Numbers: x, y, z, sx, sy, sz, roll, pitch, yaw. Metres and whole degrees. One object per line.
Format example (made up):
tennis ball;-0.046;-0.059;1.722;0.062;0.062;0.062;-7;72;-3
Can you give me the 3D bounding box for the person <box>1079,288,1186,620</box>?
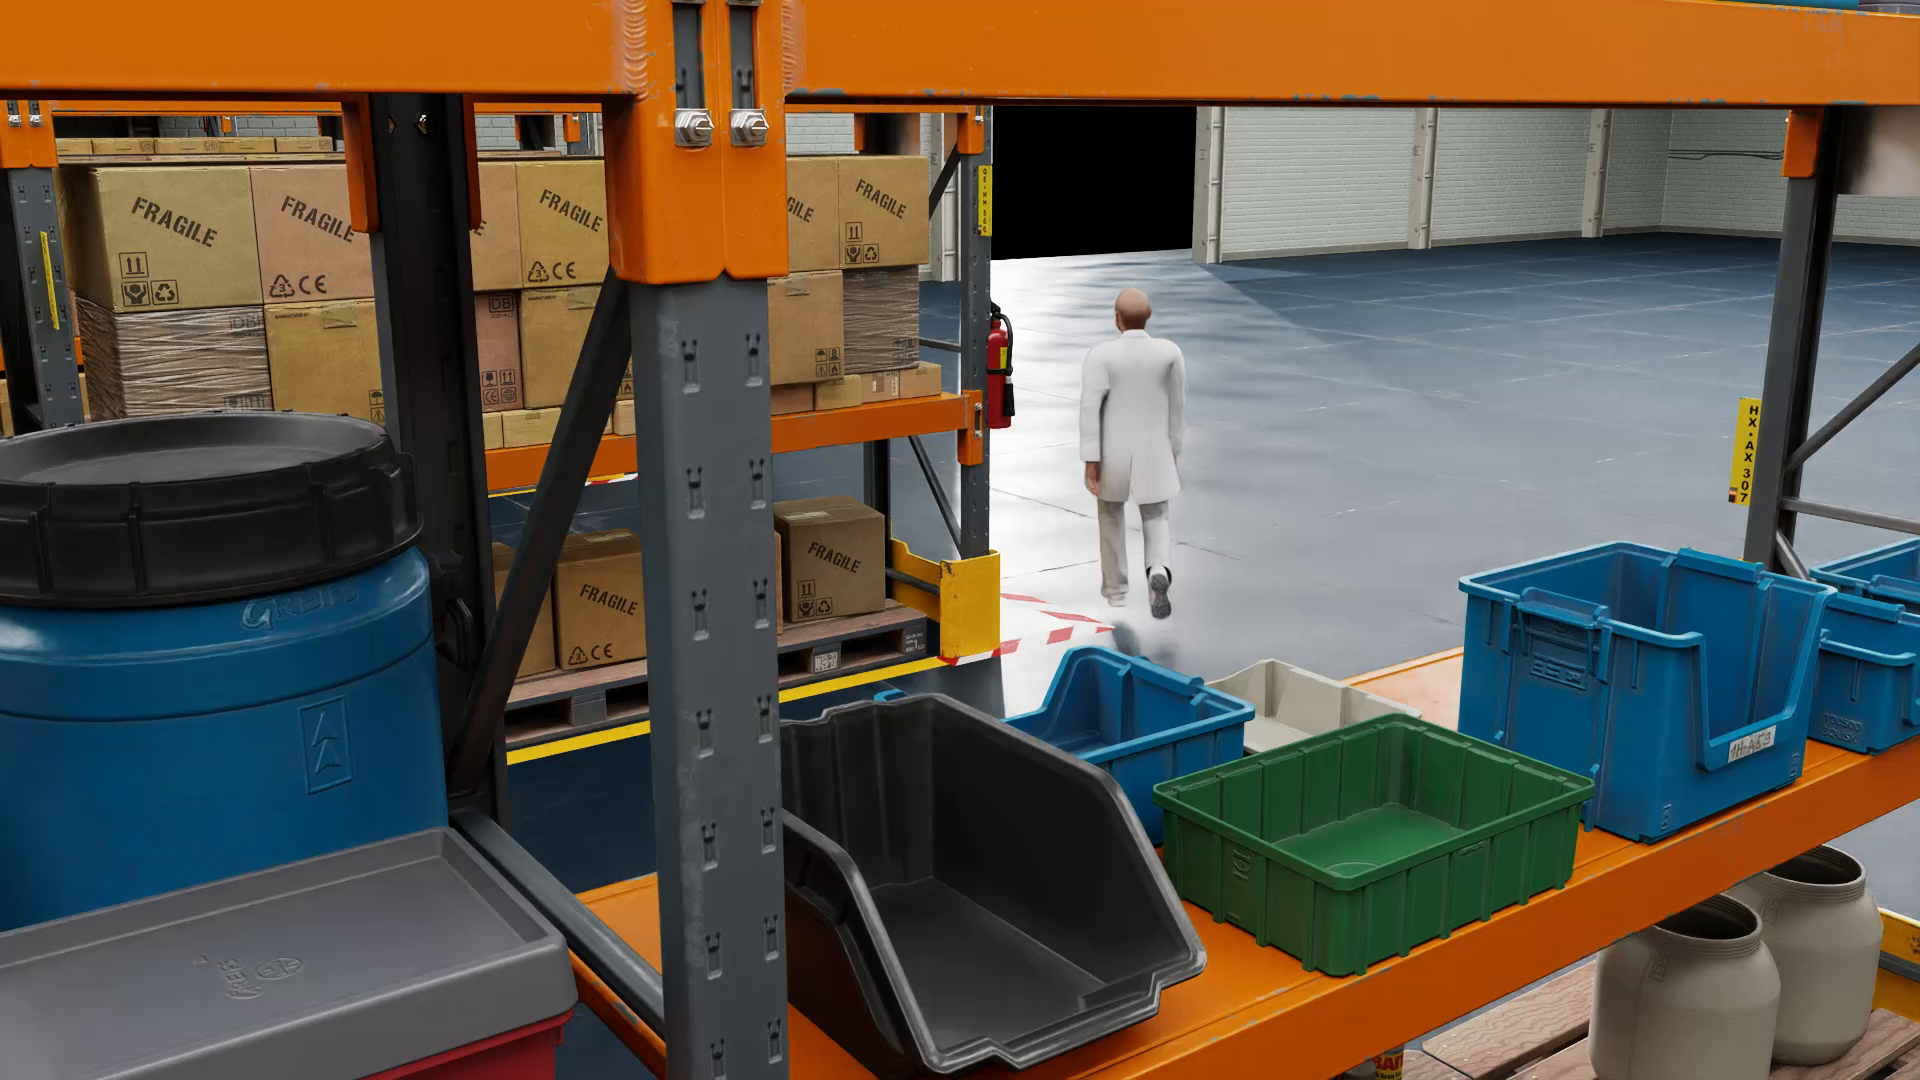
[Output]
person;0.905;-0.455;8.788;0.566;1.743;0.889;0;14;0
